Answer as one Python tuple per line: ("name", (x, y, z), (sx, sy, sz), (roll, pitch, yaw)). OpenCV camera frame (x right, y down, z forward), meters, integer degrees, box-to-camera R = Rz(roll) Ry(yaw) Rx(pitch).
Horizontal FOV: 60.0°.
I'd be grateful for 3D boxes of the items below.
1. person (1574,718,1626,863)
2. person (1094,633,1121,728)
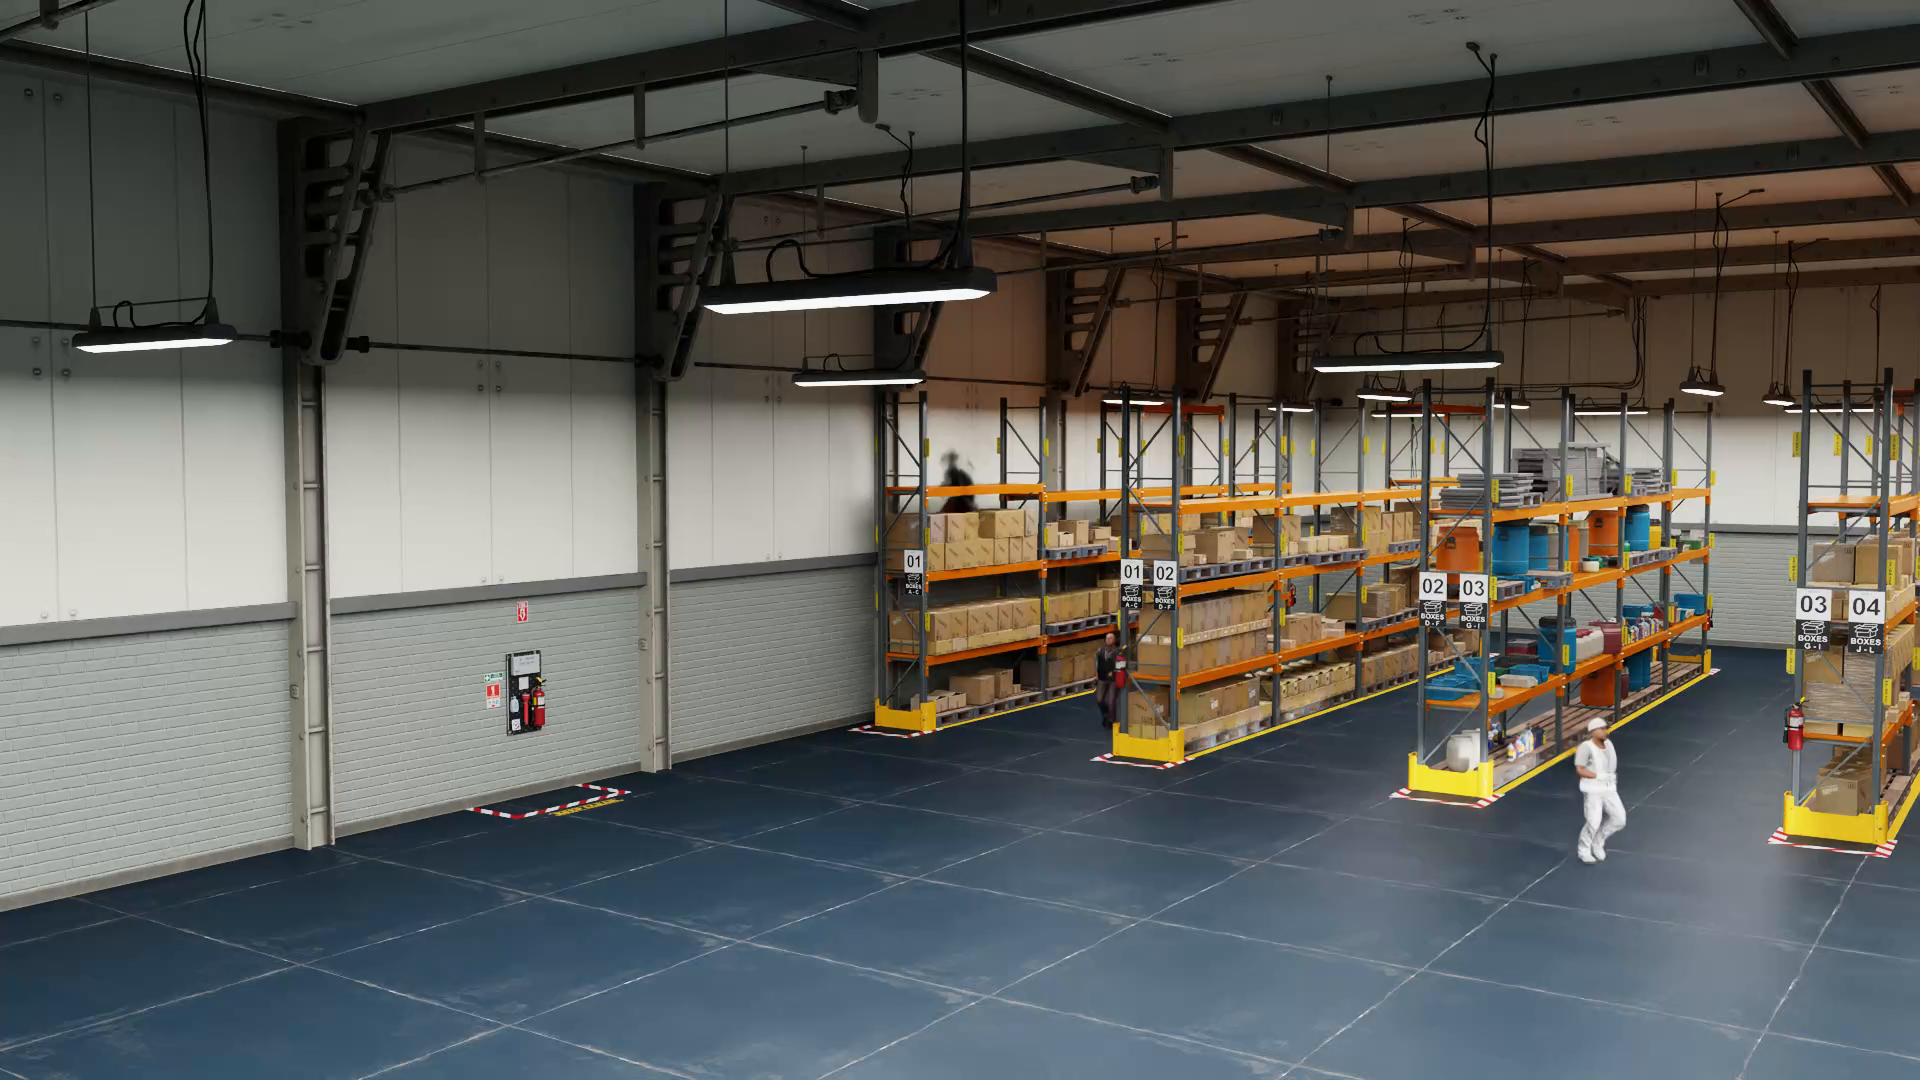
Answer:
("person", (7.665, 3.006, 19.866), (0.709, 1.754, 0.629), (-1, 3, -23))
("person", (2.636, 2.515, 29.612), (0.642, 1.706, 0.542), (1, 3, 23))
